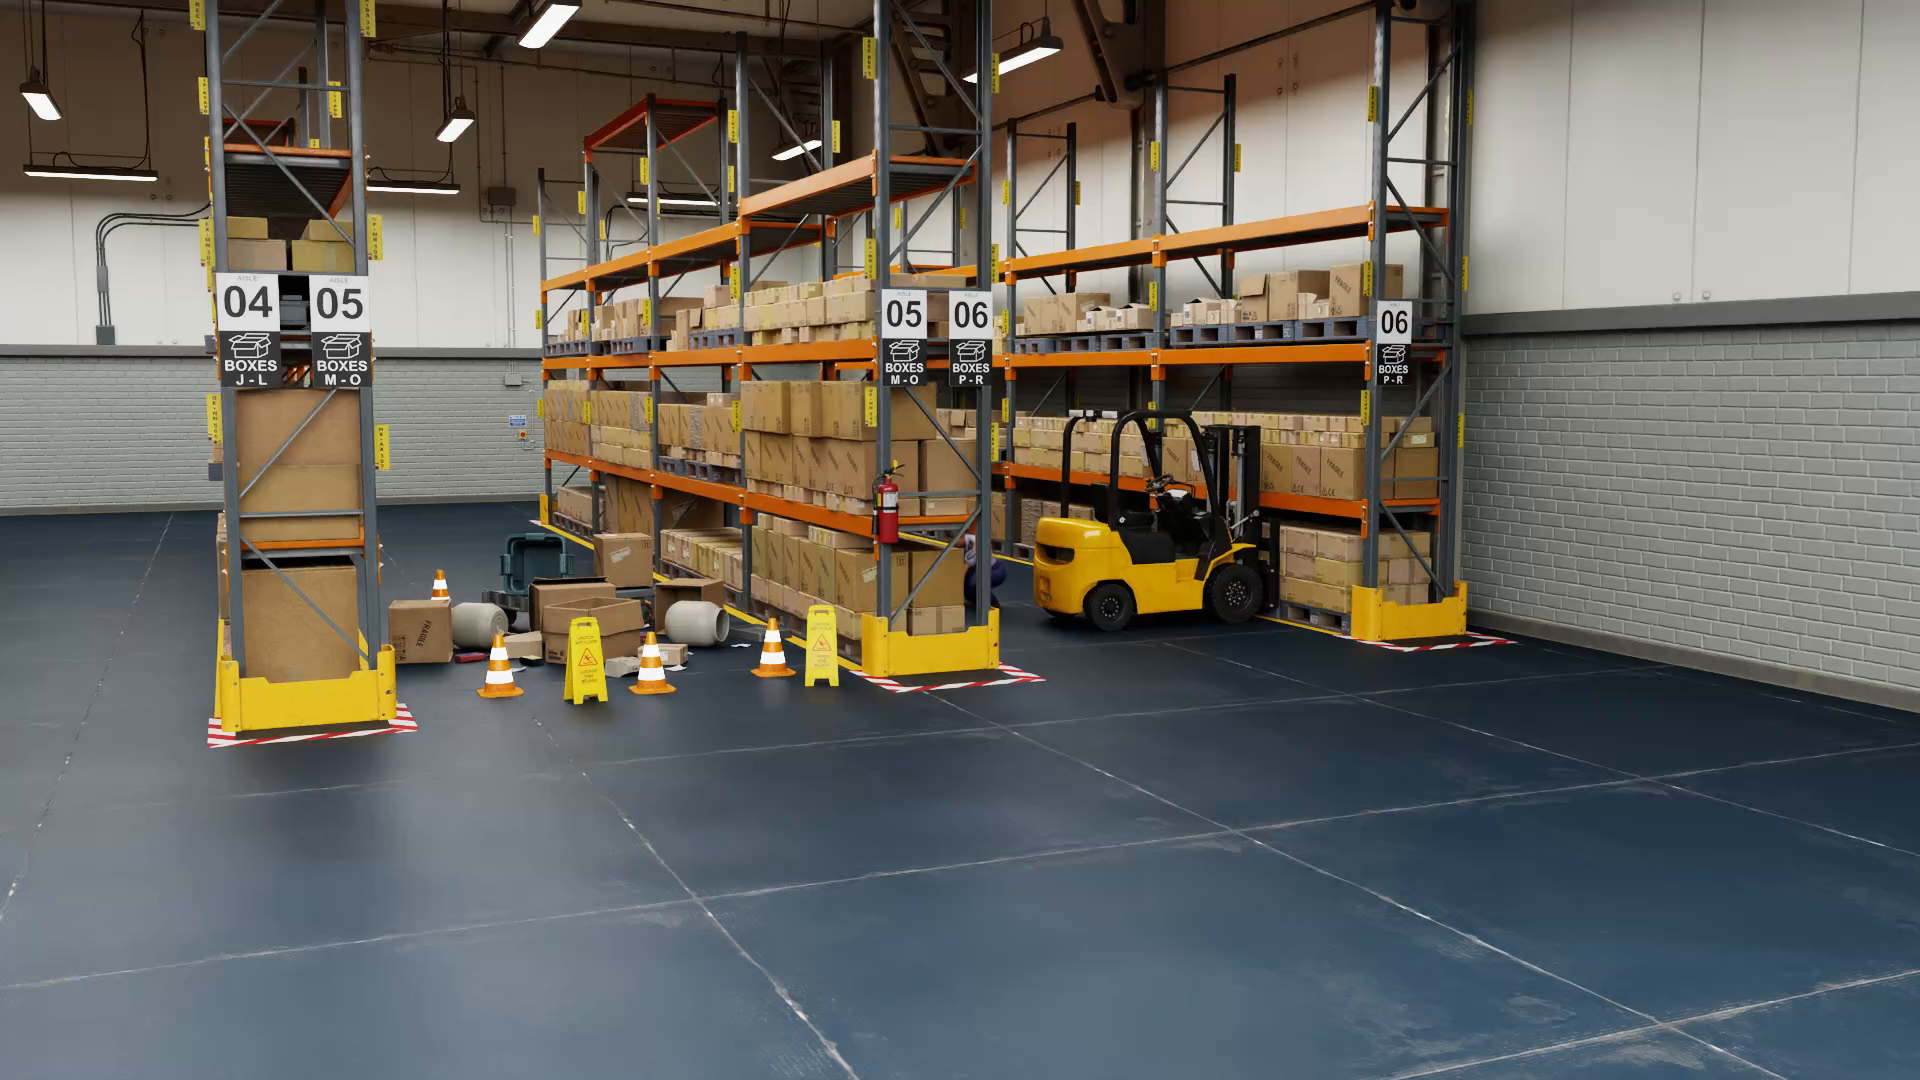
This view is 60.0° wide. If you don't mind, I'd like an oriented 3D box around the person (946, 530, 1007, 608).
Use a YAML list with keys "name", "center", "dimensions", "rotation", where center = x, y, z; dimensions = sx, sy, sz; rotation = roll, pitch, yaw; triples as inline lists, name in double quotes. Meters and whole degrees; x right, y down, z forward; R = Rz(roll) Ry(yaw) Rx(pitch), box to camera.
- name: "person"
  center: [0.103, 0.292, 17.912]
  dimensions: [0.836, 0.924, 0.533]
  rotation: [-3, 6, -32]
